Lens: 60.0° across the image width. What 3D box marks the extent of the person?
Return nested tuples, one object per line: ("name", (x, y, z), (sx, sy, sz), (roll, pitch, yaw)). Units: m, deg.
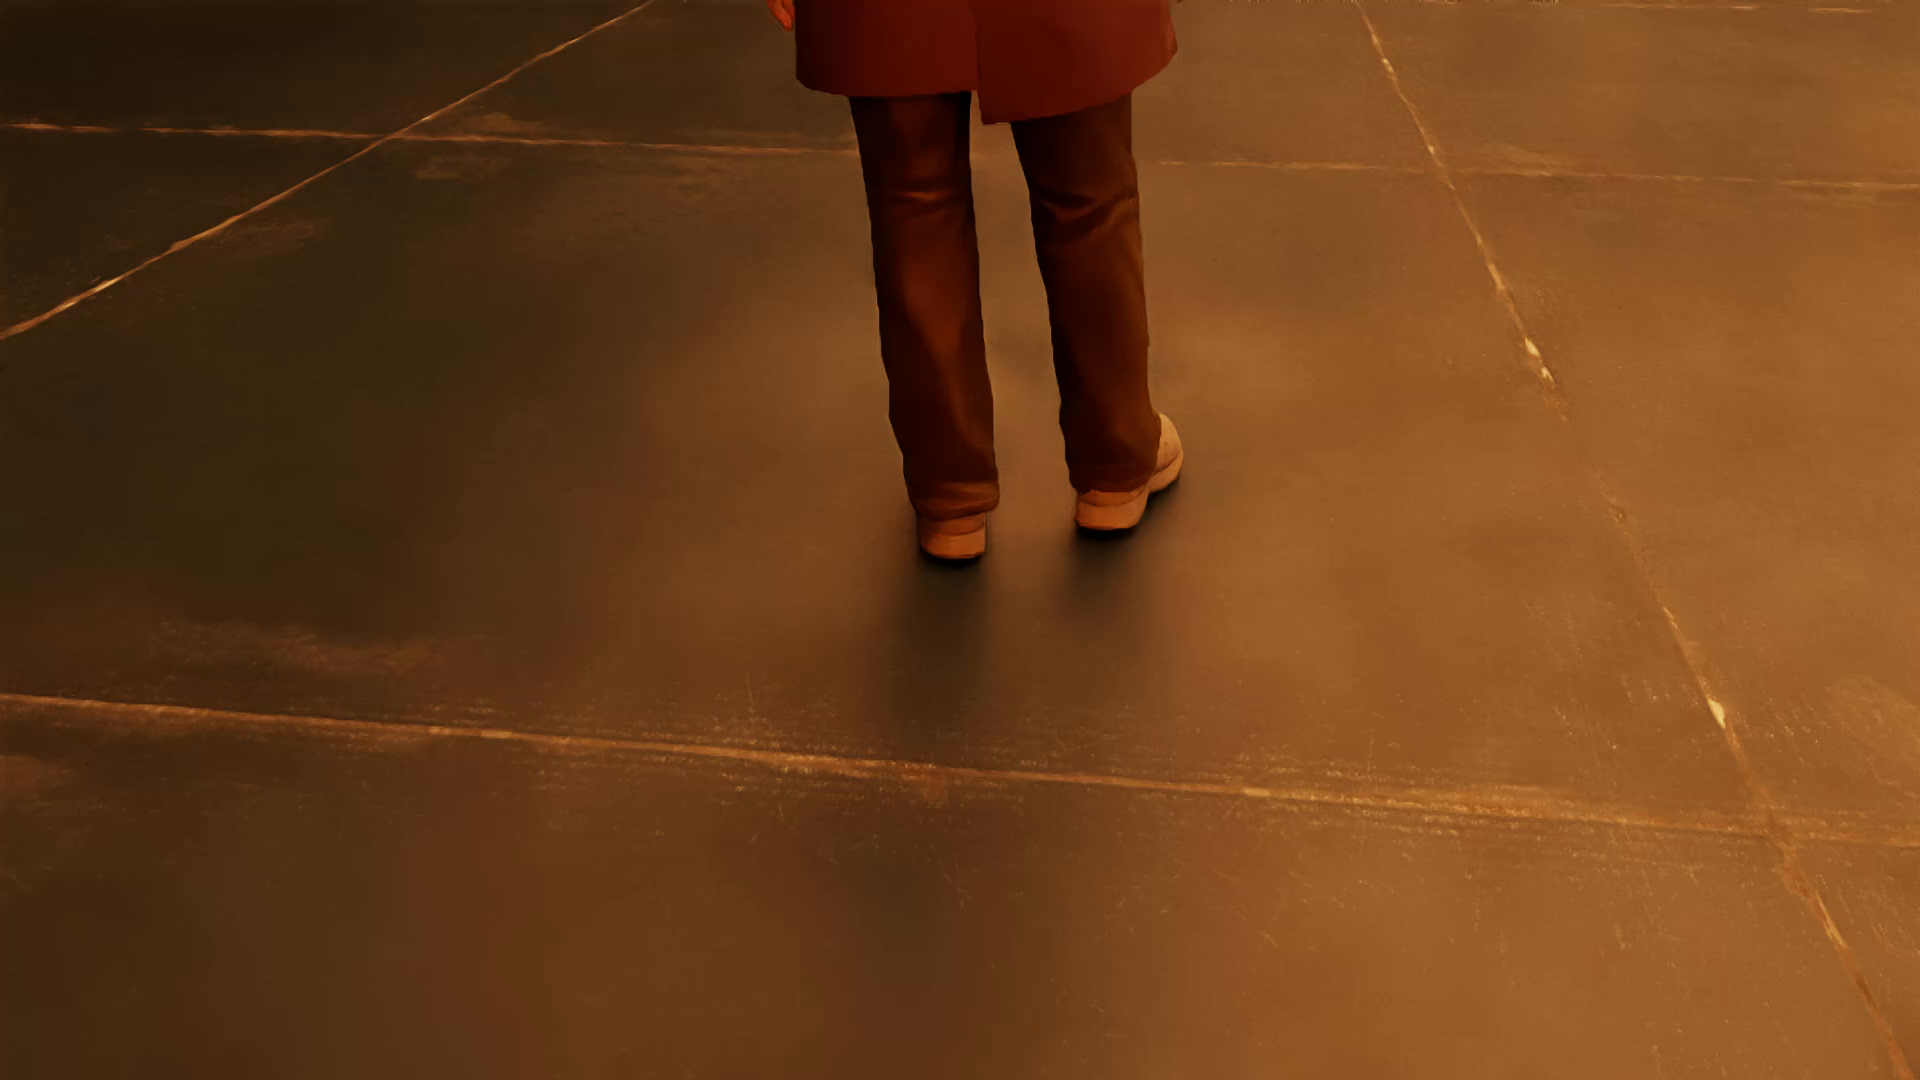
("person", (0.017, -0.842, 2.180), (0.694, 1.776, 0.580), (3, 27, 7))
